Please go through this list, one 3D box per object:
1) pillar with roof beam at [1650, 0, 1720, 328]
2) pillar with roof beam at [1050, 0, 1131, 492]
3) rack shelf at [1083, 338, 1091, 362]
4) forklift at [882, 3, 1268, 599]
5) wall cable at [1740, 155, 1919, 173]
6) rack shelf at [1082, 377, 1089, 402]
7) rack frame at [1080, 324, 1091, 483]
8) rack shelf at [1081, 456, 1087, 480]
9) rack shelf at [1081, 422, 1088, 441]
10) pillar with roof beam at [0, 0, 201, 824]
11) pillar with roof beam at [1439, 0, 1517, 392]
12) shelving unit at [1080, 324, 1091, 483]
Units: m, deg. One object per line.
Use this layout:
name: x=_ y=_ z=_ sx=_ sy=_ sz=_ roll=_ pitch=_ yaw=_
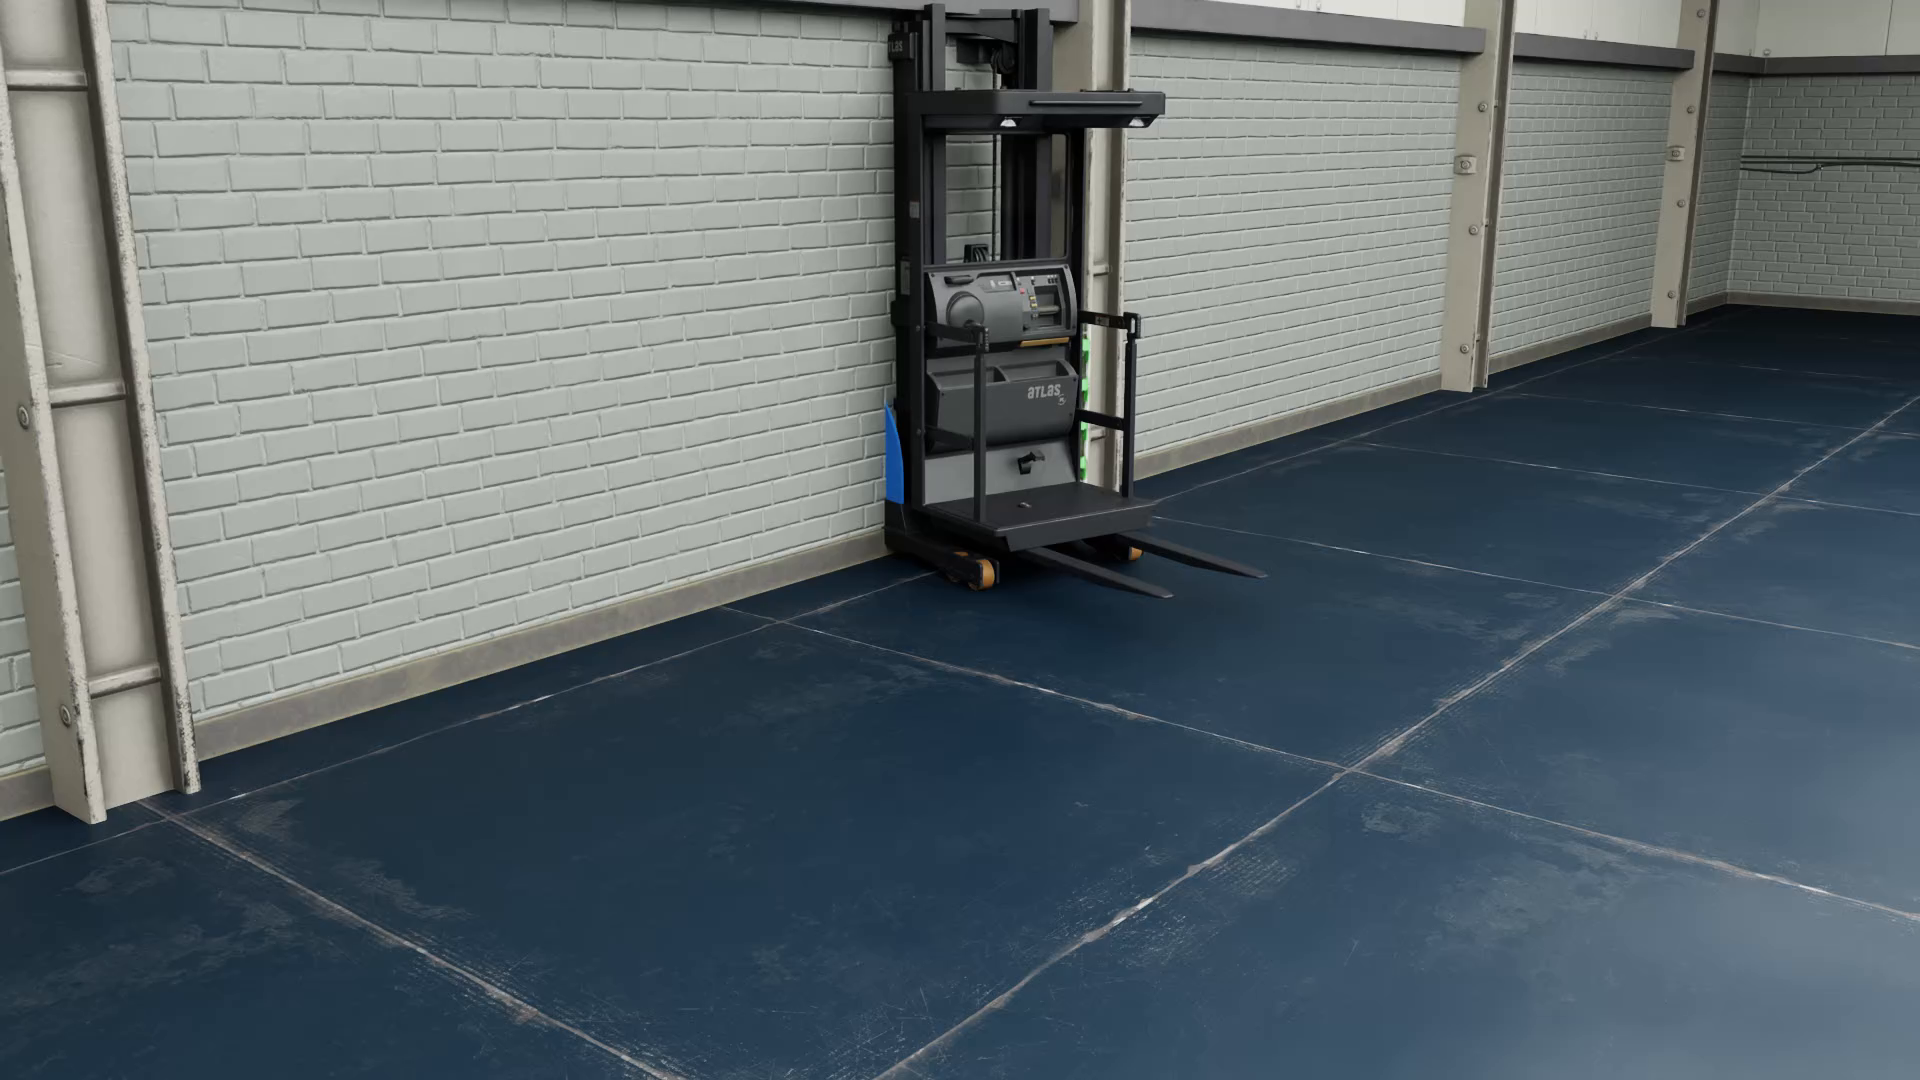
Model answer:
pillar with roof beam: x=11.661 y=-6.220 z=15.831 sx=9.100 sy=9.000 sz=0.400 roll=11 pitch=18 yaw=38
pillar with roof beam: x=4.119 y=-3.922 z=6.784 sx=9.100 sy=9.000 sz=0.400 roll=11 pitch=18 yaw=38
rack shelf: x=0.533 y=-1.116 z=9.884 sx=0.258 sy=0.148 sz=0.480 roll=12 pitch=18 yaw=37
forklift: x=0.357 y=-1.293 z=8.760 sx=1.130 sy=2.935 sz=3.031 roll=-10 pitch=17 yaw=-33
wall cable: x=11.193 y=-5.741 z=20.251 sx=3.097 sy=2.526 sz=0.112 roll=11 pitch=18 yaw=38
rack shelf: x=0.532 y=-0.884 z=9.943 sx=0.258 sy=0.148 sz=0.480 roll=12 pitch=18 yaw=37
rack frame: x=0.684 y=-0.758 z=10.171 sx=0.240 sy=1.200 sz=0.015 roll=12 pitch=18 yaw=37
rack shelf: x=0.528 y=-0.418 z=10.061 sx=0.258 sy=0.148 sz=0.480 roll=12 pitch=18 yaw=37
rack shelf: x=0.530 y=-0.651 z=10.002 sx=0.258 sy=0.148 sz=0.480 roll=12 pitch=18 yaw=37
pillar with roof beam: x=0.348 y=-2.773 z=2.261 sx=9.100 sy=9.000 sz=0.400 roll=11 pitch=18 yaw=38
pillar with roof beam: x=7.890 y=-5.071 z=11.307 sx=9.100 sy=9.000 sz=0.400 roll=11 pitch=18 yaw=38
shelving unit: x=0.530 y=-0.713 z=9.986 sx=0.258 sy=1.200 sz=0.503 roll=12 pitch=18 yaw=37
